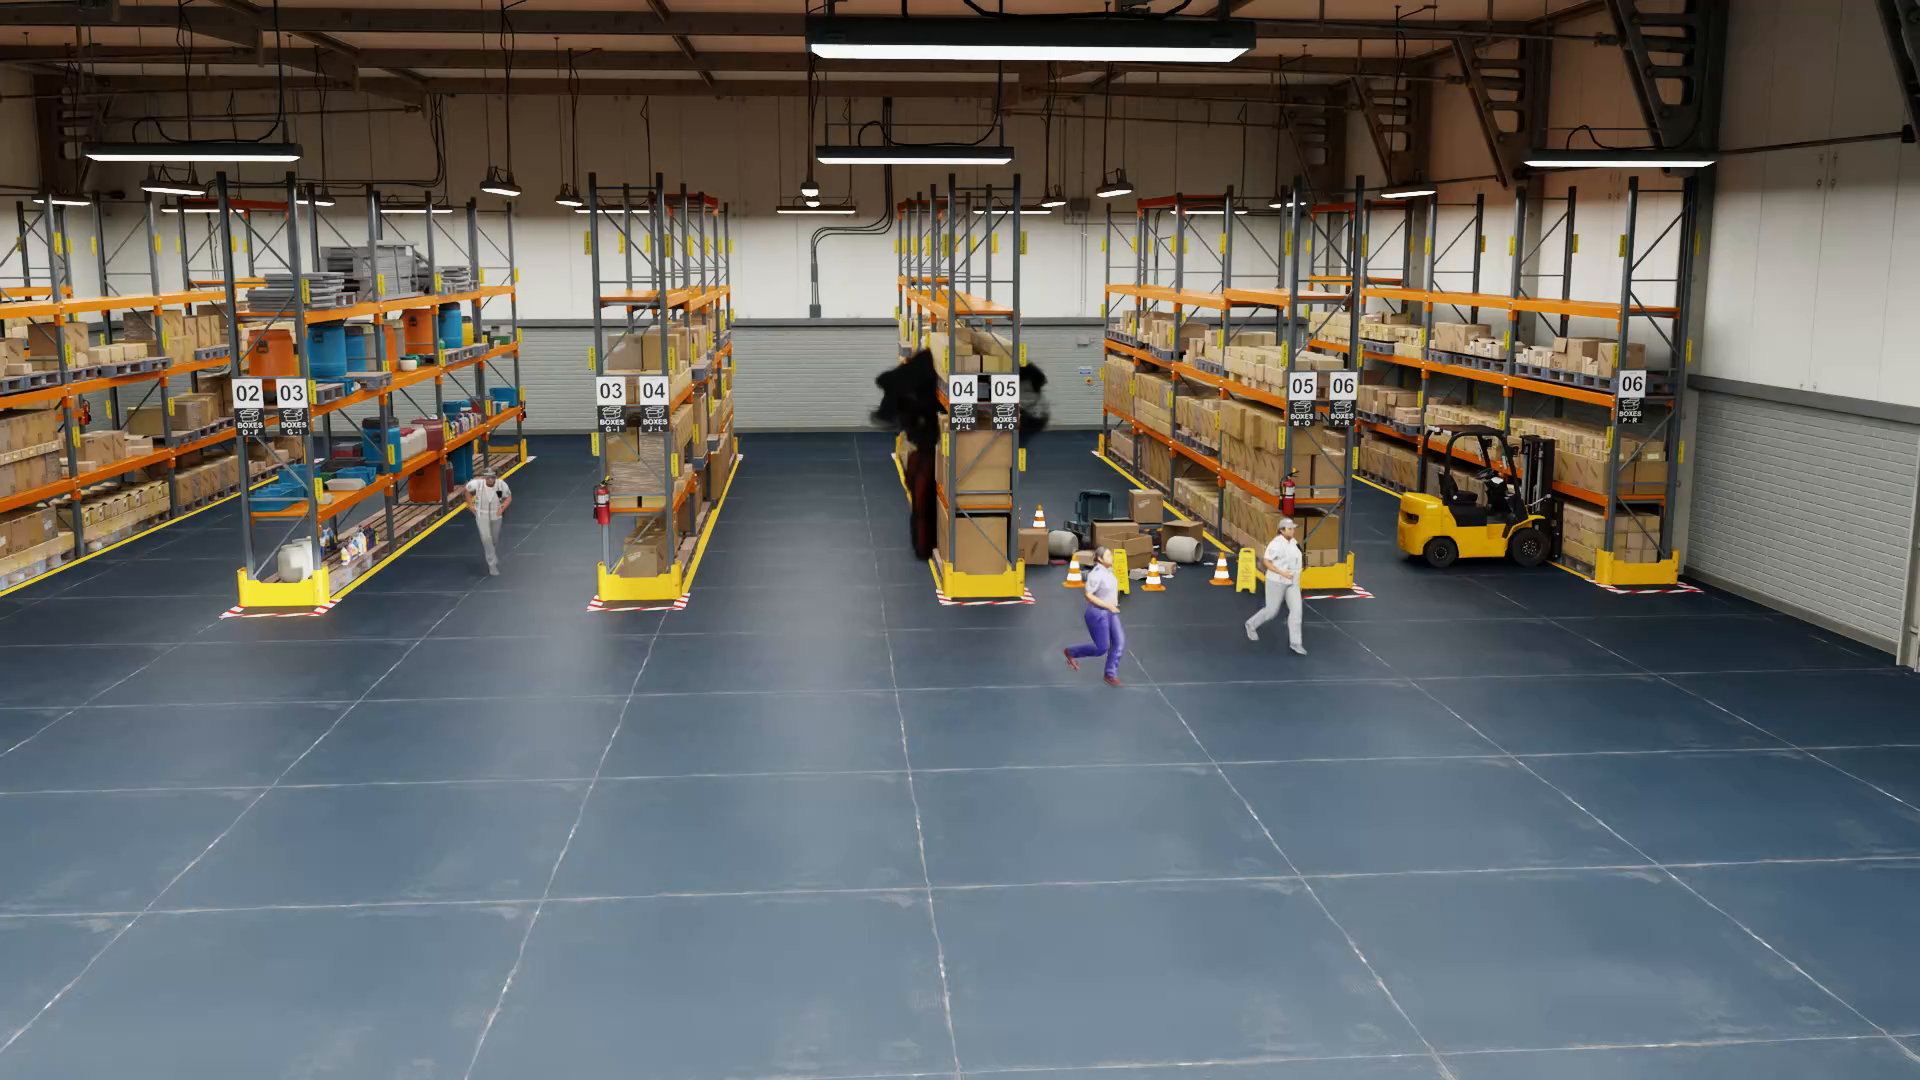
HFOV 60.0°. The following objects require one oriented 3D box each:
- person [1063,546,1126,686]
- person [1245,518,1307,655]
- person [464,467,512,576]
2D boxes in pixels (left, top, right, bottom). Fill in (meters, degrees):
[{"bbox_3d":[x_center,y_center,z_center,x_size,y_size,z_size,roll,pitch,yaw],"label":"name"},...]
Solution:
[{"bbox_3d":[1.589,0.864,19.235,0.750,1.622,0.616,5,11,28],"label":"person"},{"bbox_3d":[4.045,0.550,20.823,0.623,1.659,0.959,-7,12,-36],"label":"person"},{"bbox_3d":[-7.337,-0.324,25.912,0.704,1.717,1.016,-3,11,-19],"label":"person"}]
